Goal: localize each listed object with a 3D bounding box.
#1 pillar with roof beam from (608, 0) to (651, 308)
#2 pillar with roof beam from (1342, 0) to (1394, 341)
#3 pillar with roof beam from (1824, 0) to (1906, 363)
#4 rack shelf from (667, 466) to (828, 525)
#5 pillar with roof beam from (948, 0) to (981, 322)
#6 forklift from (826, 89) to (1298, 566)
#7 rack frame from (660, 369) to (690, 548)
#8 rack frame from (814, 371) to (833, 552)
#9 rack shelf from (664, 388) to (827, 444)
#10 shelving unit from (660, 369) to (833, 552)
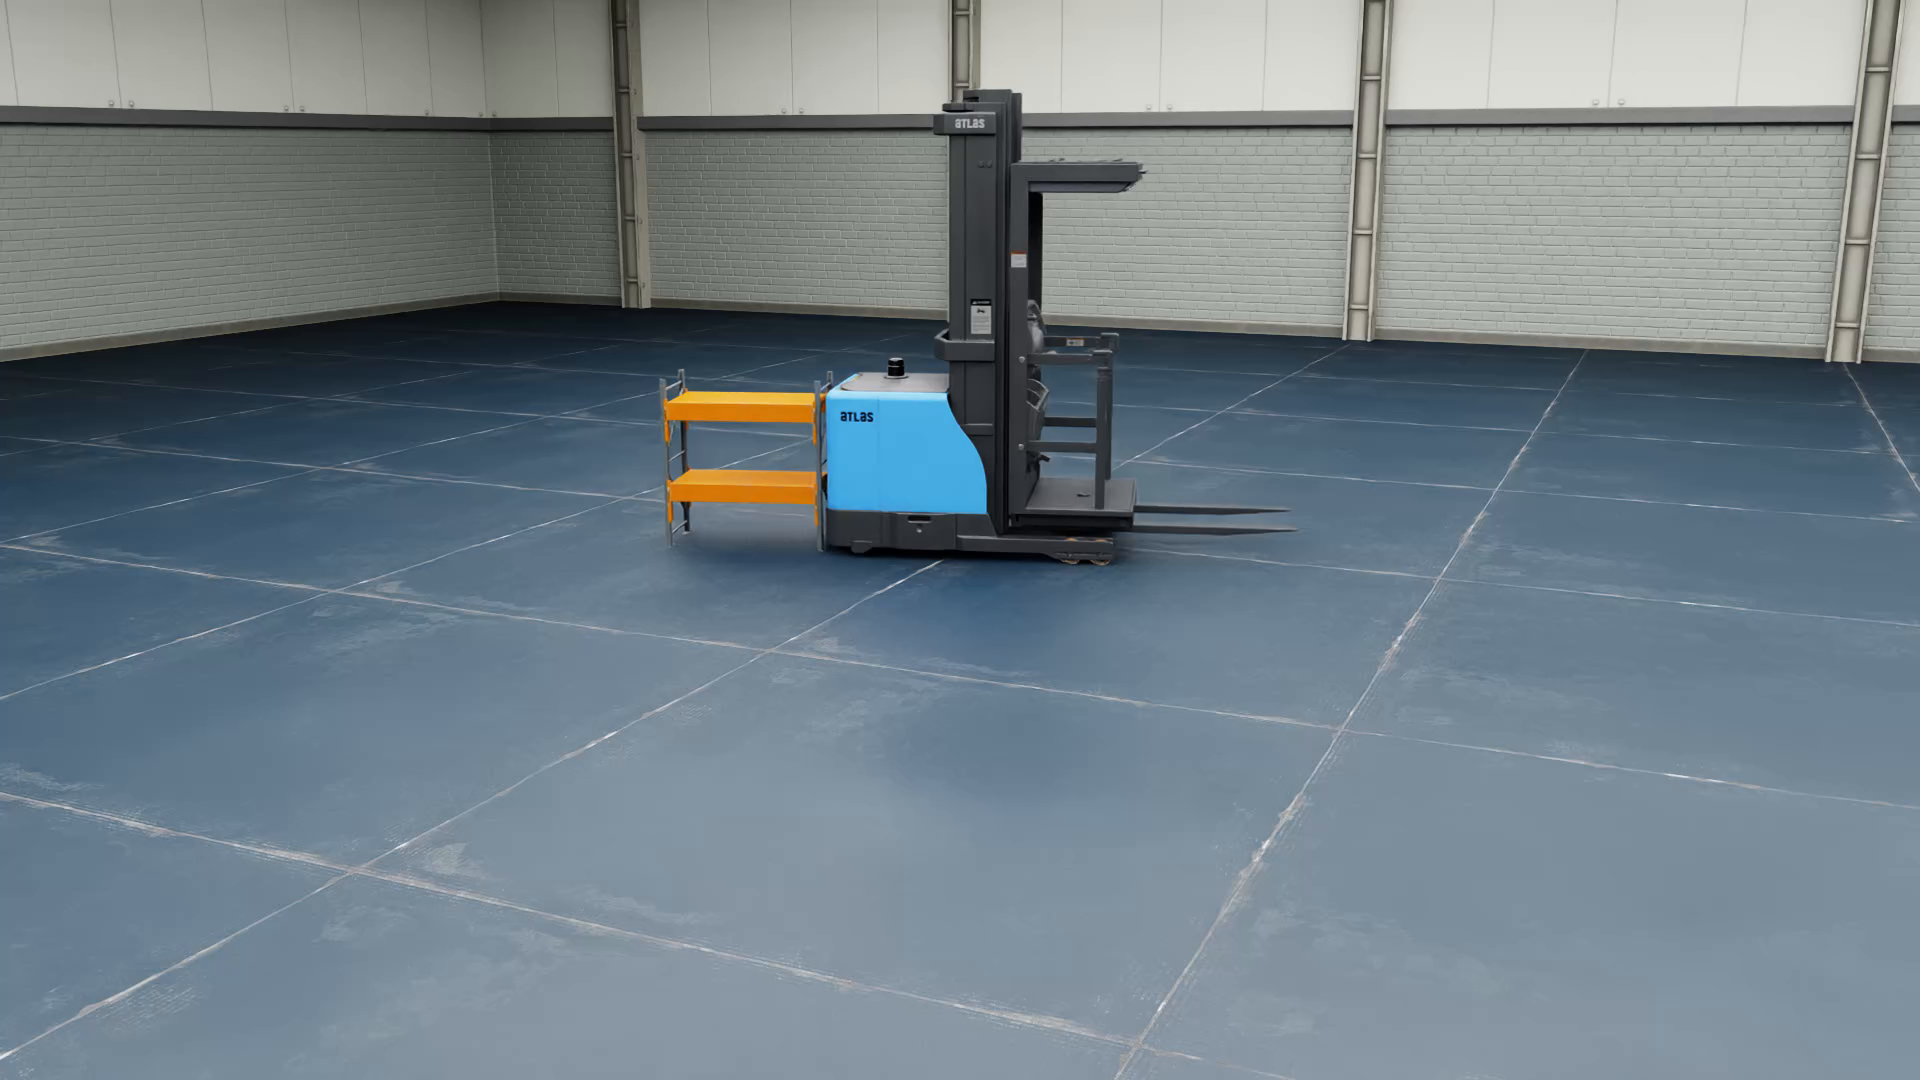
[{"bbox_3d":[-7.165,-7.386,23.035,0.400,9.000,9.100,6,14,23],"label":"pillar with roof beam"},{"bbox_3d":[3.806,-6.276,18.303,0.400,9.000,9.100,6,14,23],"label":"pillar with roof beam"},{"bbox_3d":[9.292,-5.721,15.937,0.400,9.000,9.100,6,14,23],"label":"pillar with roof beam"},{"bbox_3d":[-1.401,-0.301,11.144,1.000,0.278,0.538,1,13,6],"label":"rack shelf"},{"bbox_3d":[-1.680,-6.831,20.669,0.400,9.000,9.100,6,14,23],"label":"pillar with roof beam"},{"bbox_3d":[0.685,-1.394,10.778,3.031,2.935,1.130,2,13,7],"label":"forklift"},{"bbox_3d":[-1.907,-0.551,11.139,0.032,1.125,0.500,1,13,6],"label":"rack frame"},{"bbox_3d":[-0.895,-0.527,11.038,0.032,1.125,0.500,1,13,6],"label":"rack frame"},{"bbox_3d":[-1.401,-0.824,11.022,1.000,0.278,0.538,1,13,6],"label":"rack shelf"},{"bbox_3d":[-1.401,-0.539,11.089,1.048,1.125,0.538,1,13,6],"label":"shelving unit"}]
